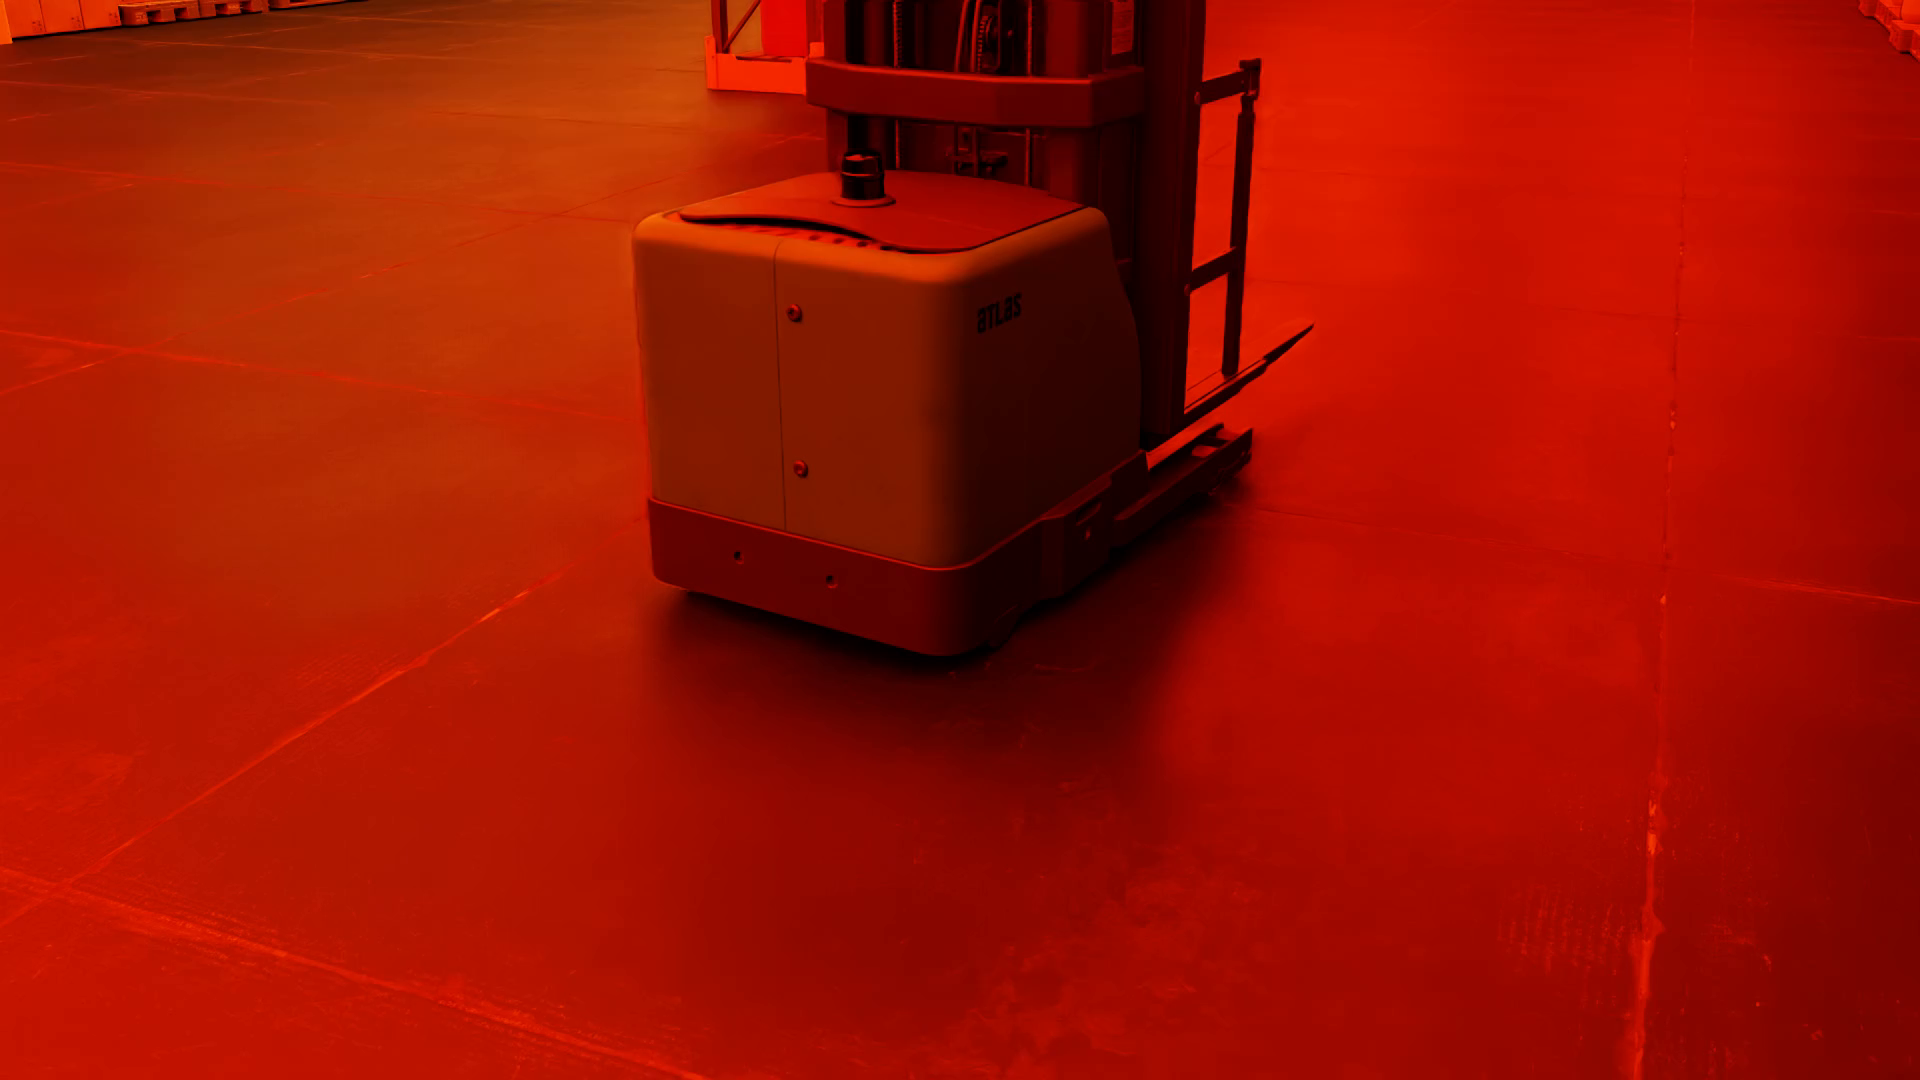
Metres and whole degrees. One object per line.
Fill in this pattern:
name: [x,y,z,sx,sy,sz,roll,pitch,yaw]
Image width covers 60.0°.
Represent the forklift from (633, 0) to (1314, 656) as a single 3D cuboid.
forklift: [0.329,-1.580,5.073,1.130,2.935,3.031,13,26,29]
